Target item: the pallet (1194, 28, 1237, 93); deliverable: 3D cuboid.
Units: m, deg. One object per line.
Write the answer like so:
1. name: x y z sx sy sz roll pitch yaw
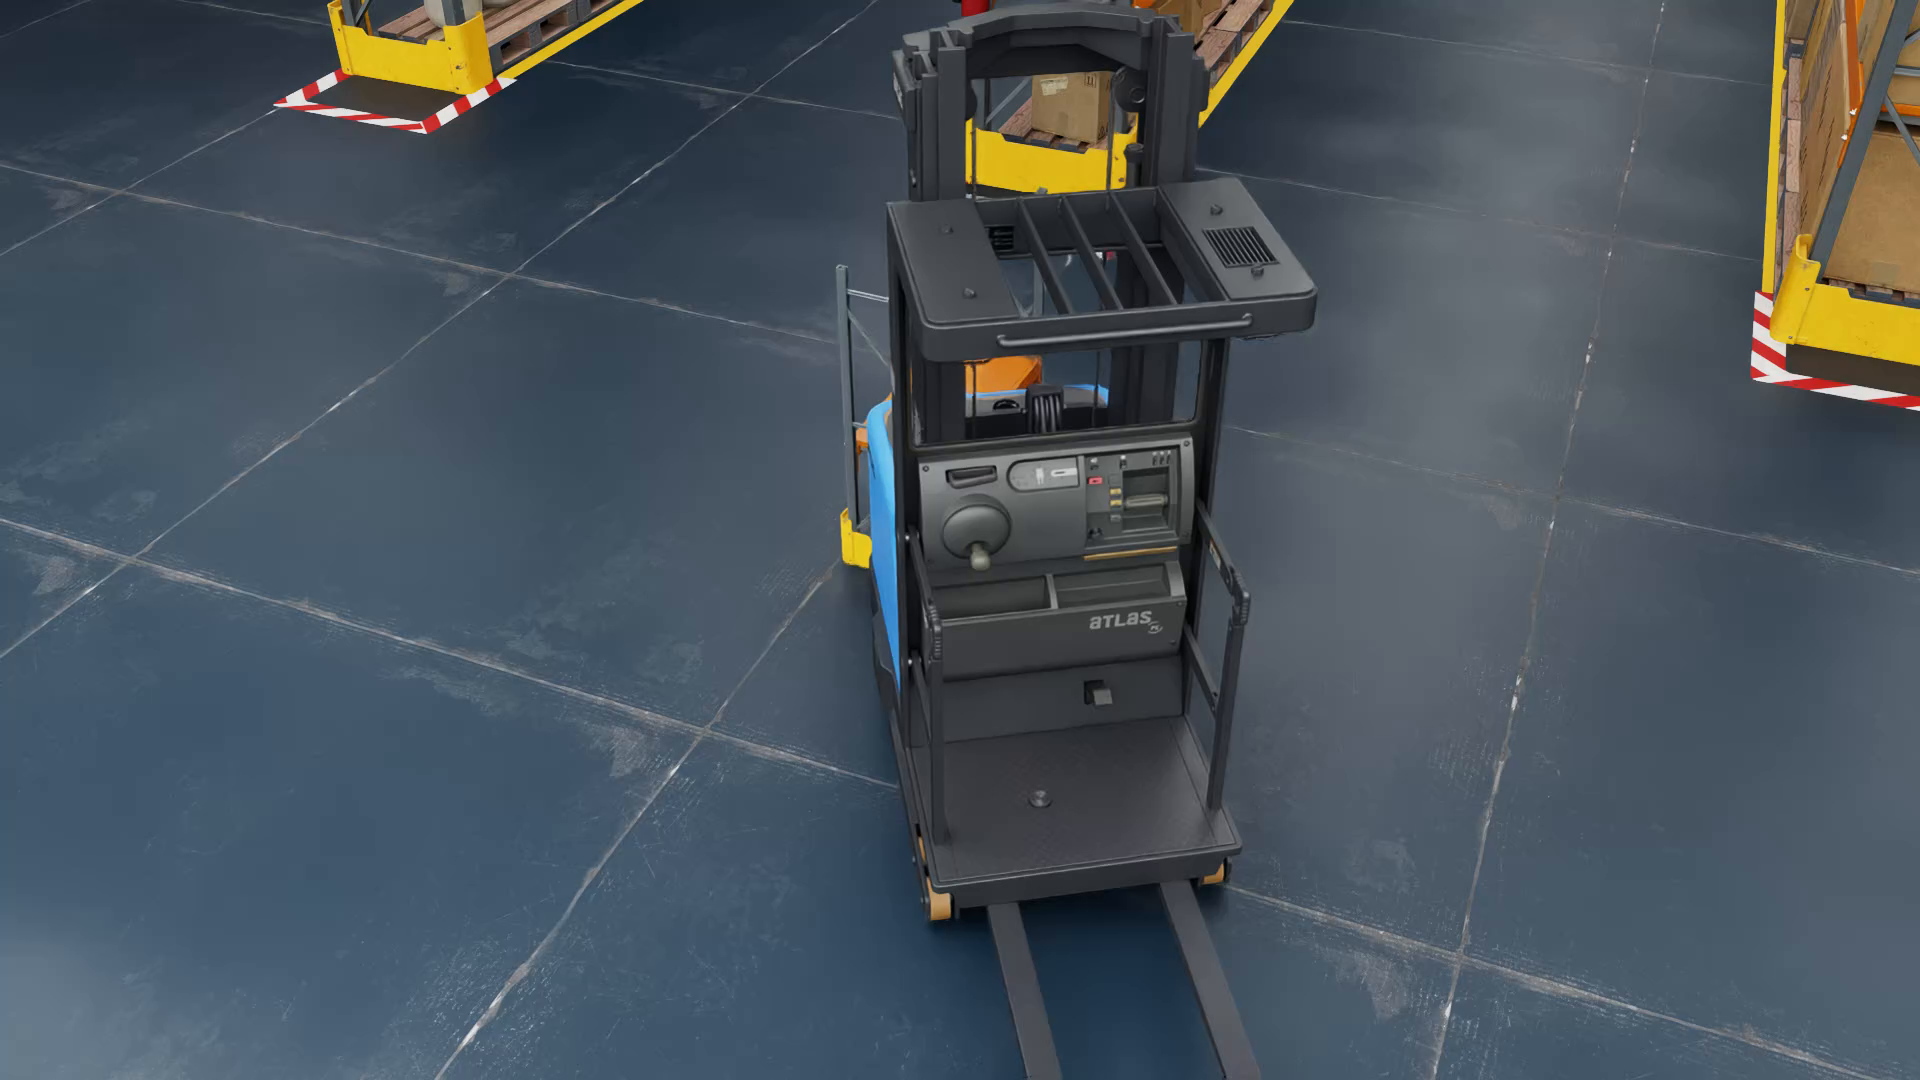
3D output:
1. pallet: 1.399 -3.512 12.272 1.003 0.211 1.213 14 39 18

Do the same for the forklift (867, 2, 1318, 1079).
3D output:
1. forklift: 0.365 -0.054 5.374 1.130 2.935 3.031 -6 37 -8

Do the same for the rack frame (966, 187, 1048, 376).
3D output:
1. rack frame: 0.154 -0.999 7.833 0.500 1.500 0.032 15 39 19

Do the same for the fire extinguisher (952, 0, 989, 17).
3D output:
1. fire extinguisher: 0.093 -3.483 9.969 0.296 0.674 0.183 14 39 18

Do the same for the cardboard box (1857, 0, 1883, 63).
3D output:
1. cardboard box: 5.399 -2.872 8.961 0.875 0.550 0.550 14 39 18

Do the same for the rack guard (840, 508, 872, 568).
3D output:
1. rack guard: -0.261 0.045 7.481 0.587 0.250 0.087 15 39 19

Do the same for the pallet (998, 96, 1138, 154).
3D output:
1. pallet: 0.933 -2.839 11.372 1.003 0.211 1.213 14 39 18

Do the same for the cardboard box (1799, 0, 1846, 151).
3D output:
1. cardboard box: 5.989 -2.986 10.663 0.875 0.875 0.875 14 39 18

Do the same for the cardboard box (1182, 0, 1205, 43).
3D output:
1. cardboard box: 1.521 -3.961 12.281 0.500 0.500 0.500 11 38 14

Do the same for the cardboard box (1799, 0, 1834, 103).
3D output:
1. cardboard box: 6.329 -3.486 11.332 0.875 0.875 0.875 14 39 18

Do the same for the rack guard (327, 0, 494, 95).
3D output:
1. rack guard: -4.033 -3.652 12.218 1.175 0.500 0.348 14 39 18

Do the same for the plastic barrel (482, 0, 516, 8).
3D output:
1. plastic barrel: -3.647 -4.431 12.900 0.421 0.512 0.421 0 37 0

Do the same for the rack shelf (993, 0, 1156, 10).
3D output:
1. rack shelf: 1.323 -4.291 11.587 1.077 0.370 4.000 14 39 18

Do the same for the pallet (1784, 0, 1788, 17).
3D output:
1. pallet: 7.319 -4.506 13.602 1.003 0.211 1.213 14 39 18

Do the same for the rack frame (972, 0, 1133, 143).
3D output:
1. rack frame: 0.562 -3.472 9.890 1.000 3.000 0.127 14 39 18

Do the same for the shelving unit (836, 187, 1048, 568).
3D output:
1. shelving unit: -0.054 -0.727 7.469 0.587 1.500 1.083 15 39 19

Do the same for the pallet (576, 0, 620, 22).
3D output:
1. pallet: -3.253 -4.658 13.805 1.003 0.211 1.213 14 39 18

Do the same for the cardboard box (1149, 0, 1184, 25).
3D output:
1. cardboard box: 1.267 -3.662 11.881 0.500 0.500 0.500 18 40 22

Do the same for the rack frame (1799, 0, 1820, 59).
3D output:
1. rack frame: 6.633 -4.501 11.266 1.000 3.000 0.127 14 39 18

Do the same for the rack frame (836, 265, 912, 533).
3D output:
1. rack frame: -0.269 -0.445 7.092 0.500 1.500 0.032 15 39 19

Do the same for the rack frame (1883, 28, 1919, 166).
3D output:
1. rack frame: 5.108 -2.287 8.304 0.949 2.616 0.053 14 39 18

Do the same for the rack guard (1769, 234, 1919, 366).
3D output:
1. rack guard: 5.102 -1.272 9.034 1.175 0.500 0.348 14 39 18

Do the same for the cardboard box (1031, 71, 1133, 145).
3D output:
1. cardboard box: 0.816 -2.981 10.970 0.500 0.500 0.500 21 42 26

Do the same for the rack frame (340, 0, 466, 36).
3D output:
1. rack frame: -4.018 -4.600 11.399 1.000 3.000 0.127 14 39 18

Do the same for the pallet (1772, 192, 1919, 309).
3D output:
1. pallet: 5.343 -1.630 9.754 1.003 0.211 1.213 14 39 18

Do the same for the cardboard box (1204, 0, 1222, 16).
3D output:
1. cardboard box: 1.684 -4.323 12.765 0.500 0.500 0.500 27 45 32

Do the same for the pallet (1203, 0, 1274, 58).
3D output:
1. pallet: 1.862 -4.190 13.179 1.003 0.211 1.213 14 39 18

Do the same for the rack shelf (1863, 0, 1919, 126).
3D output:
1. rack shelf: 5.872 -3.184 9.942 0.919 0.124 3.809 14 39 18

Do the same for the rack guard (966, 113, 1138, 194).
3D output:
1. rack guard: 0.591 -2.513 10.694 1.175 0.500 0.348 14 39 18

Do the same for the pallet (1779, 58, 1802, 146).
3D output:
1. pallet: 6.271 -2.981 11.562 1.003 0.211 1.213 14 39 18

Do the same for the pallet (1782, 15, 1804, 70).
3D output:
1. pallet: 6.857 -3.828 12.696 1.003 0.211 1.213 14 39 18

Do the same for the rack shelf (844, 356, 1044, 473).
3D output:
1. rack shelf: -0.058 -0.578 7.570 0.538 0.185 1.000 15 39 19

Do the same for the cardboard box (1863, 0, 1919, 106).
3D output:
1. cardboard box: 5.210 -2.562 8.547 0.875 0.550 0.550 14 39 18
